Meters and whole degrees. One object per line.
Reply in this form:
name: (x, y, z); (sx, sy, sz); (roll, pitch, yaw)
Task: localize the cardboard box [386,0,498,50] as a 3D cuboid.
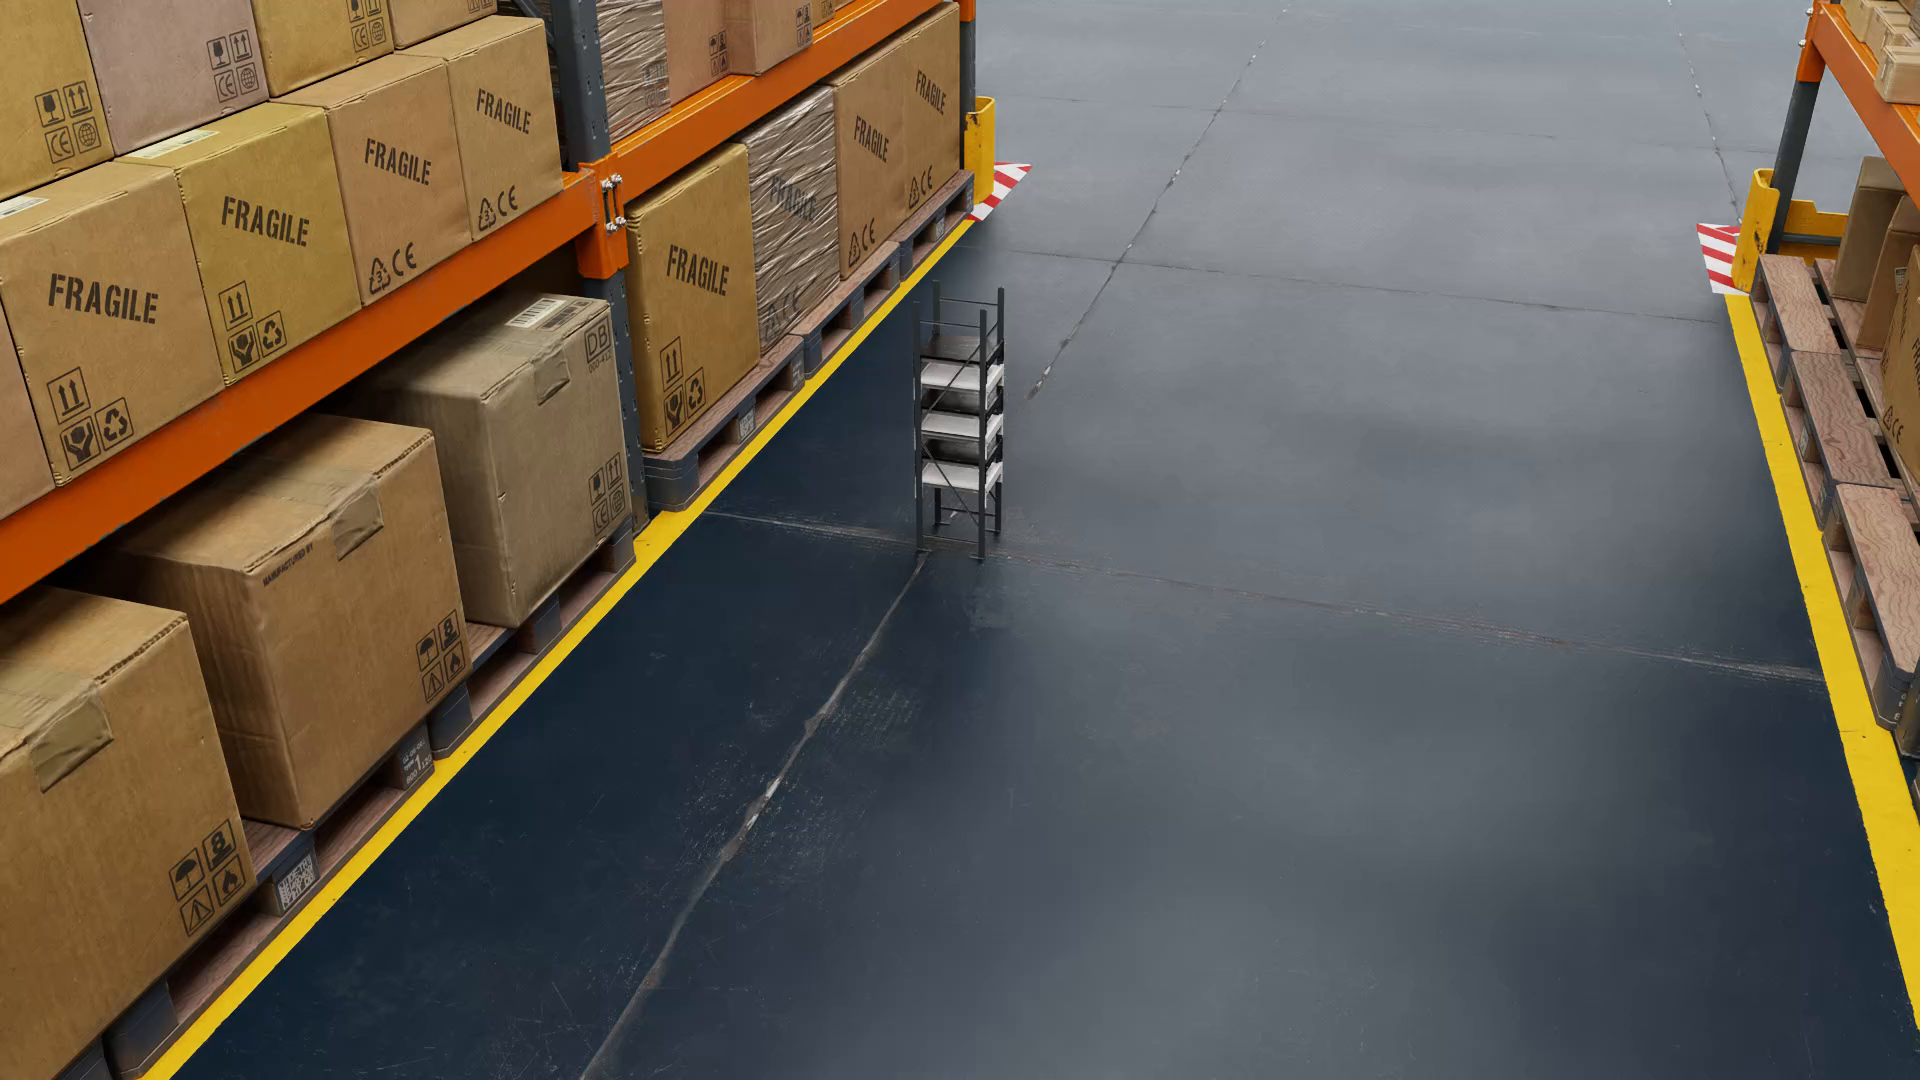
cardboard box: (-1.726, -1.660, 4.518); (0.700, 0.500, 0.500); (8, 30, 14)

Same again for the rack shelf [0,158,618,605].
rack shelf: (-2.173, -0.167, 3.705); (1.077, 0.370, 4.000); (8, 30, 15)

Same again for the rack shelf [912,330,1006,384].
rack shelf: (-0.002, -0.596, 5.409); (0.258, 0.077, 0.200); (8, 30, 15)

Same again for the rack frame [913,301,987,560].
rack frame: (-0.032, -0.342, 5.440); (0.240, 0.900, 0.006); (8, 30, 15)

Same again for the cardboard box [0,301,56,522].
cardboard box: (-2.075, -0.237, 2.988); (0.500, 0.500, 0.500); (8, 30, 15)

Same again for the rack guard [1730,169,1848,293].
rack guard: (4.278, -1.388, 7.730); (1.175, 0.500, 0.348); (8, 30, 15)

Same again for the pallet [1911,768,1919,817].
pallet: (2.899, 0.924, 3.872); (1.003, 0.211, 1.213); (8, 30, 15)

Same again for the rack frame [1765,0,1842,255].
rack frame: (4.300, -2.515, 7.186); (1.000, 3.000, 0.127); (8, 30, 15)

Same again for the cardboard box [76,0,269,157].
cardboard box: (-2.024, -1.186, 3.665); (0.700, 0.500, 0.500); (9, 30, 15)

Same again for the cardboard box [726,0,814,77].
cardboard box: (-1.078, -2.143, 6.362); (0.875, 0.550, 0.550); (8, 30, 15)

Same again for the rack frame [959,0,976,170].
rack frame: (-0.412, -3.270, 8.543); (1.000, 3.000, 0.127); (8, 30, 15)

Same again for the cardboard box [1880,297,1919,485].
cardboard box: (3.549, -0.495, 5.693); (0.500, 0.500, 0.500); (6, 30, 10)

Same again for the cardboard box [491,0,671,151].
cardboard box: (-1.489, -1.650, 5.476); (0.875, 0.550, 0.550); (8, 30, 15)

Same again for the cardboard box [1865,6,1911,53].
cardboard box: (3.755, -1.961, 6.447); (0.380, 0.149, 0.250); (8, 30, 15)

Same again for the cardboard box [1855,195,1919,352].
cardboard box: (3.958, -1.036, 6.666); (0.500, 0.500, 0.500); (17, 33, 28)

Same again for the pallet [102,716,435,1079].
pallet: (-2.097, 0.746, 4.193); (1.003, 0.211, 1.213); (8, 30, 15)

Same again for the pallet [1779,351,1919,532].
pallet: (3.645, -0.324, 6.115); (1.003, 0.211, 1.213); (8, 30, 15)

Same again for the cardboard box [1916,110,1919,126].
cardboard box: (3.362, -1.384, 5.410); (0.380, 0.149, 0.250); (8, 30, 15)

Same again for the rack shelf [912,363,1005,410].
rack shelf: (-0.002, -0.518, 5.453); (0.258, 0.077, 0.200); (8, 30, 15)

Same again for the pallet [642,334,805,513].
pallet: (-1.288, -0.535, 6.494); (1.003, 0.211, 1.213); (8, 30, 15)

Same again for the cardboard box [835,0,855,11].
cardboard box: (-0.903, -2.656, 7.284); (0.875, 0.550, 0.550); (8, 30, 15)

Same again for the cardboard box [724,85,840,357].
cardboard box: (-1.074, -1.368, 6.877); (0.875, 0.875, 0.875); (9, 30, 15)

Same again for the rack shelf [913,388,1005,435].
rack shelf: (-0.002, -0.439, 5.497); (0.258, 0.077, 0.200); (8, 30, 15)

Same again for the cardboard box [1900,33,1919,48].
cardboard box: (3.628, -1.725, 6.024); (0.380, 0.149, 0.250); (8, 30, 15)

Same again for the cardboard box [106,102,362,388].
cardboard box: (-1.780, -0.705, 3.828); (0.500, 0.500, 0.500); (9, 30, 15)

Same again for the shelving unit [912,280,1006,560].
shelving unit: (-0.002, -0.389, 5.524); (0.258, 0.900, 0.210); (8, 30, 15)

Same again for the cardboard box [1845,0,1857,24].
cardboard box: (3.897, -2.194, 6.866); (0.380, 0.149, 0.250); (8, 30, 15)

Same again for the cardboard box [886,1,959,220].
cardboard box: (-0.548, -2.201, 8.374); (0.875, 0.875, 0.875); (9, 30, 15)

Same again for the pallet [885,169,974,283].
pallet: (-0.572, -1.669, 8.533); (1.003, 0.211, 1.213); (8, 30, 15)

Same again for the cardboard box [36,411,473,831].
cardboard box: (-1.969, 0.137, 4.300); (1.050, 0.750, 0.750); (8, 30, 15)

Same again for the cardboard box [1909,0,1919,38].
cardboard box: (3.892, -1.962, 5.782); (0.875, 0.500, 0.500); (8, 30, 15)

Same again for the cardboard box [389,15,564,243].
cardboard box: (-1.484, -1.174, 4.672); (0.500, 0.500, 0.500); (8, 30, 15)
